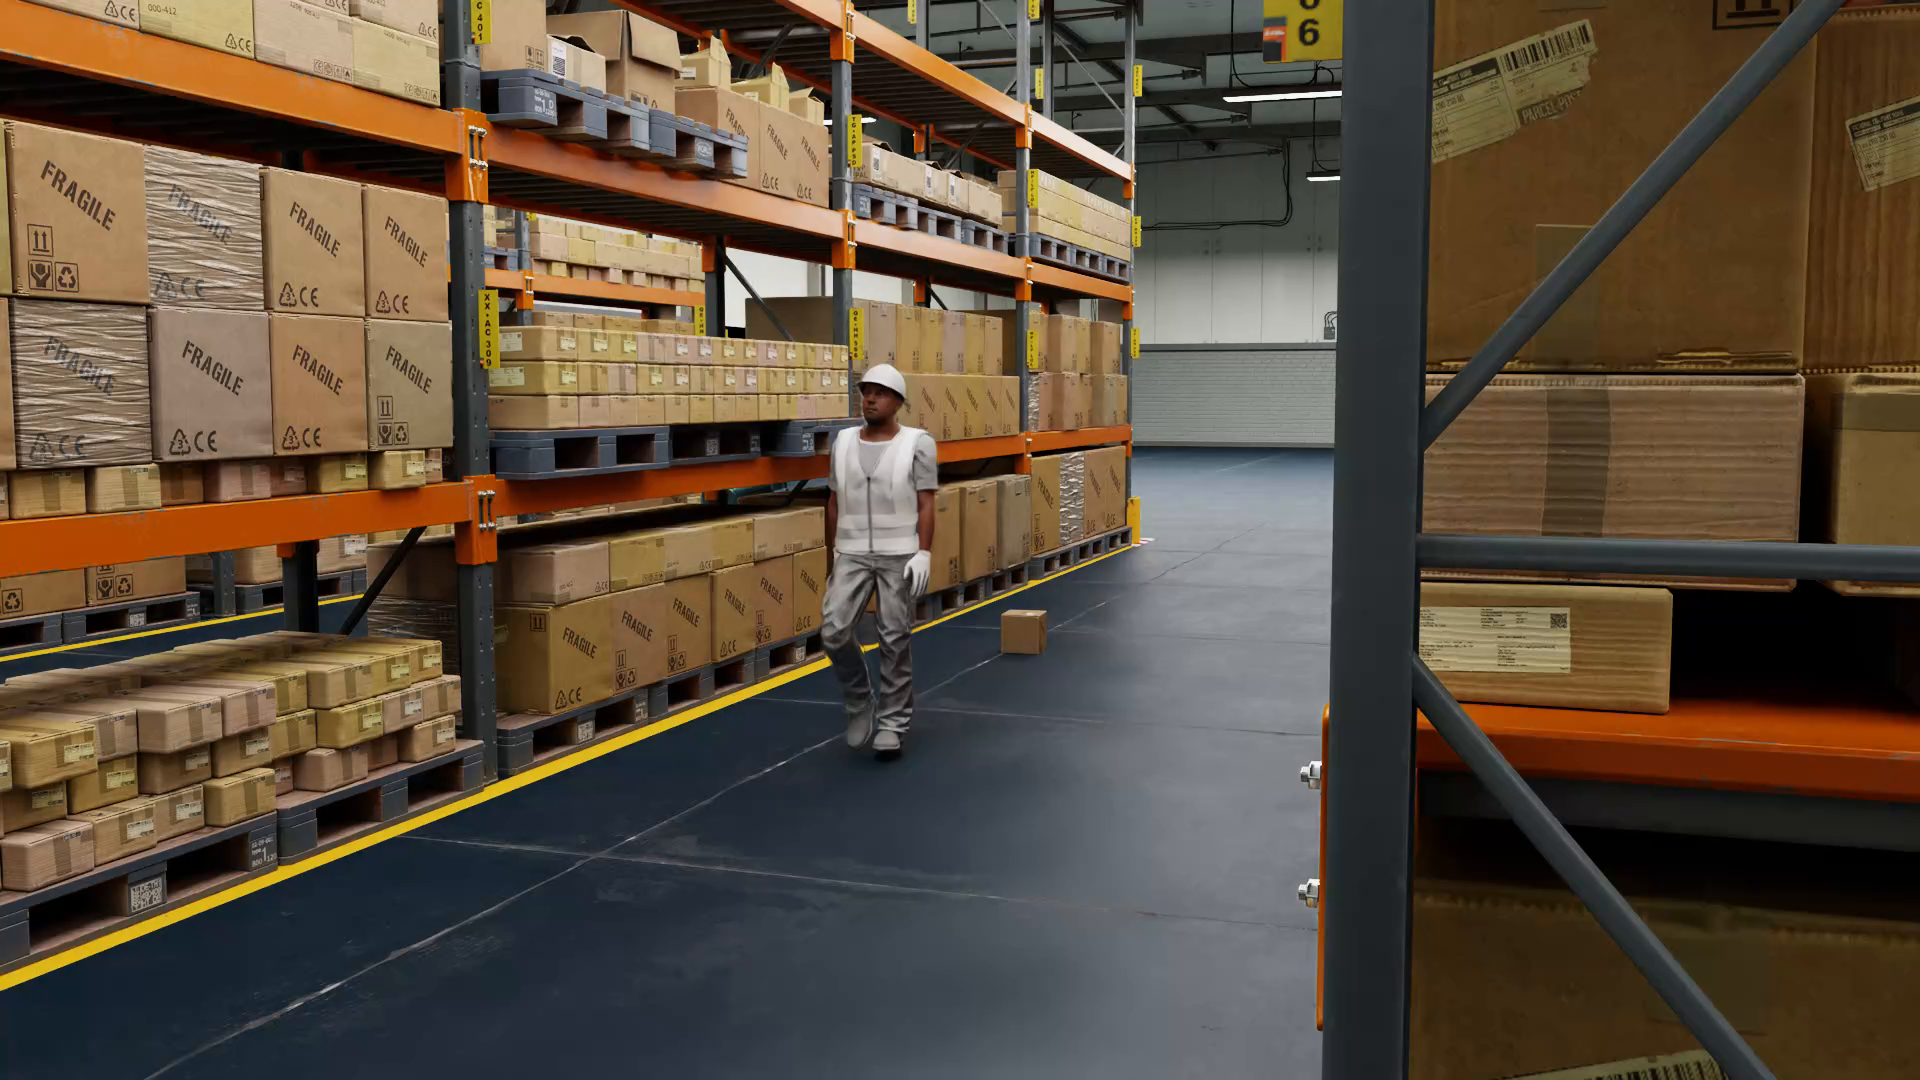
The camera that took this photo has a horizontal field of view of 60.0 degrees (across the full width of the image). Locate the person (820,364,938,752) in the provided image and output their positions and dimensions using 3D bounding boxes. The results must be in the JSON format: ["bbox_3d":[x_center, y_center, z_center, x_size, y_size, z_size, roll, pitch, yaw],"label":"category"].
[{"bbox_3d":[-0.379,0.095,7.592,0.545,1.791,0.446,1,5,13],"label":"person"}]
